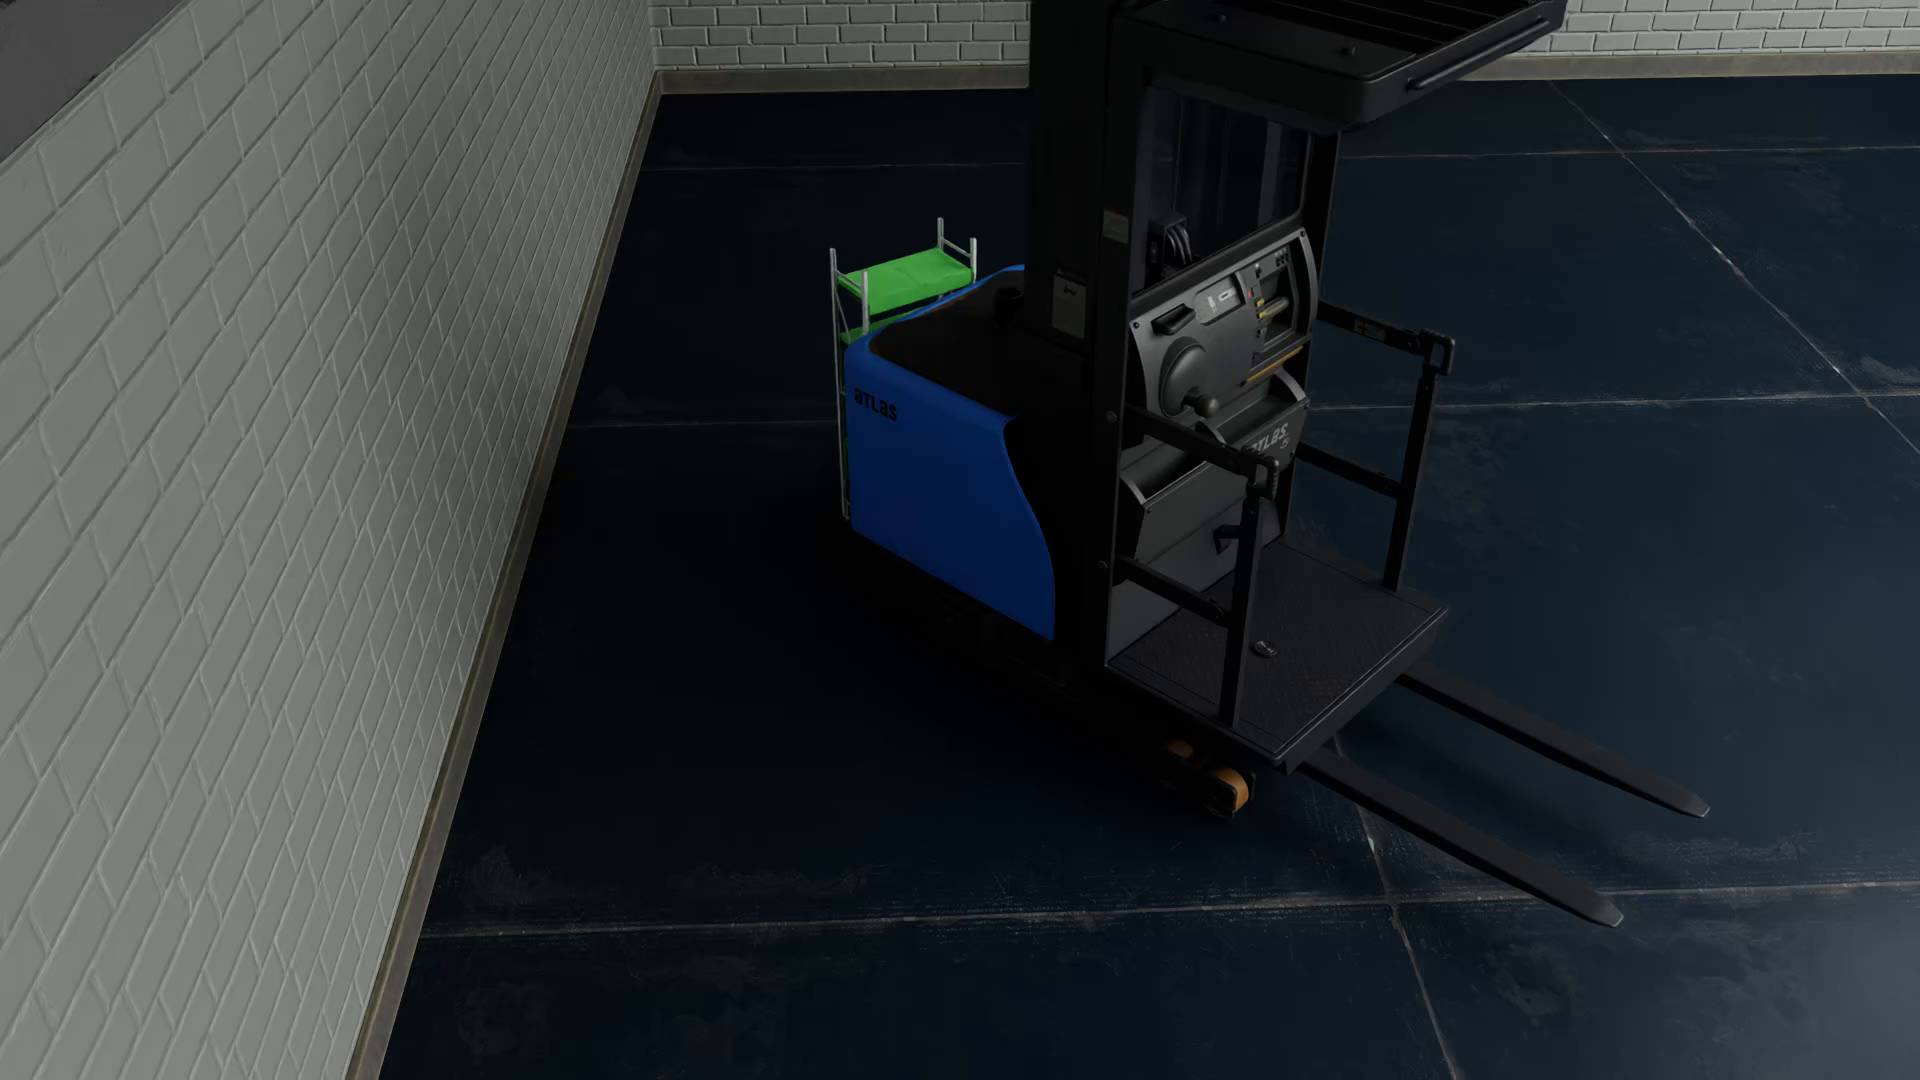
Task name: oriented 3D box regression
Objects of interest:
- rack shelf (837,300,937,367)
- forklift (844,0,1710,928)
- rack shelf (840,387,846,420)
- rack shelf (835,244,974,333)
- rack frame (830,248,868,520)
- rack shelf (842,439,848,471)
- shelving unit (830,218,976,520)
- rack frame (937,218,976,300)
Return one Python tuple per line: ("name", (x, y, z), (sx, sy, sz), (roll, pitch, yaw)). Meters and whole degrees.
("rack shelf", (-0.213, -0.765, 6.491), (0.480, 0.148, 0.258), (-22, 40, -28))
("forklift", (0.993, -0.639, 5.098), (3.031, 2.935, 1.130), (28, 43, 34))
("rack shelf", (-0.213, -0.567, 6.628), (0.480, 0.148, 0.258), (-22, 40, -28))
("rack shelf", (-0.213, -0.962, 6.354), (0.480, 0.148, 0.258), (-22, 40, -28))
("rack frame", (-0.413, -0.540, 6.476), (0.015, 1.200, 0.240), (-22, 40, -28))
("rack shelf", (-0.213, -0.370, 6.764), (0.480, 0.148, 0.258), (-22, 40, -28))
("shelving unit", (-0.213, -0.620, 6.591), (0.503, 1.200, 0.258), (-22, 40, -28))
("rack frame", (-0.013, -0.699, 6.706), (0.015, 1.200, 0.240), (-22, 40, -28))
